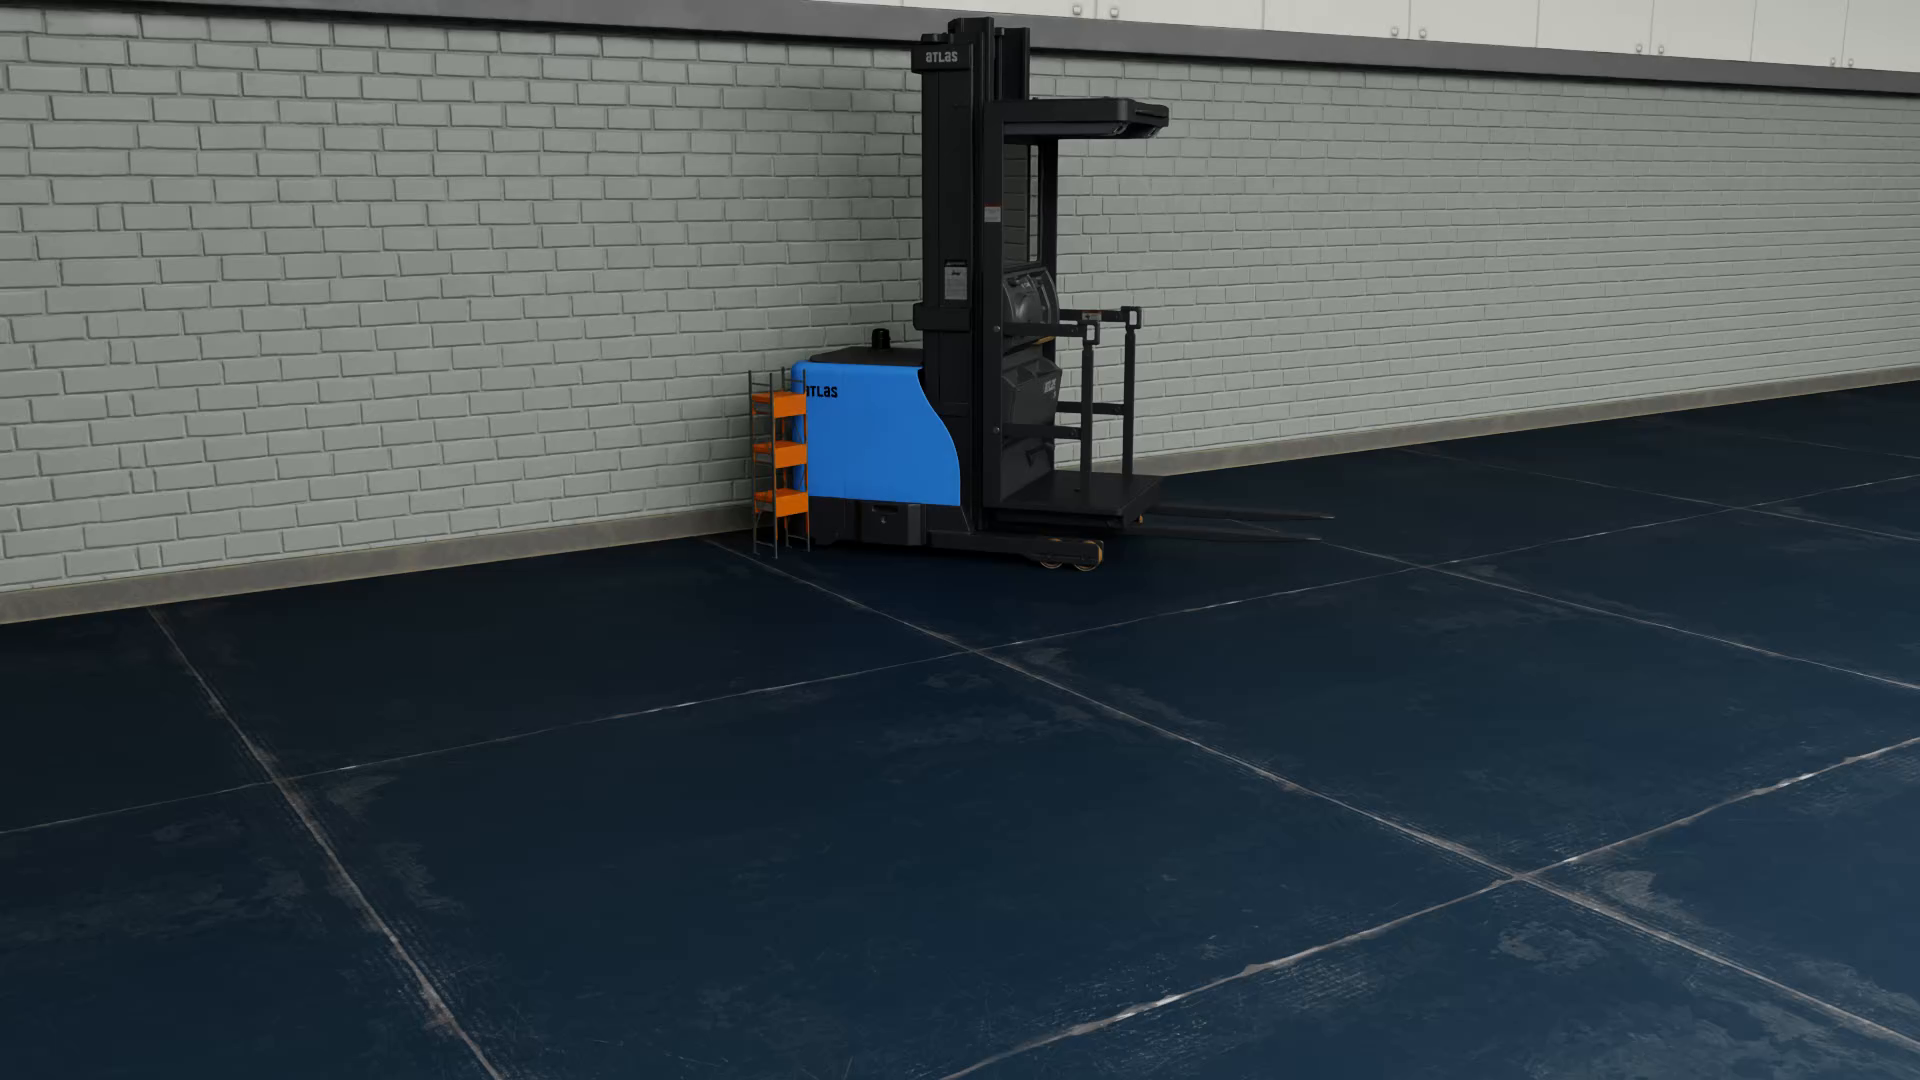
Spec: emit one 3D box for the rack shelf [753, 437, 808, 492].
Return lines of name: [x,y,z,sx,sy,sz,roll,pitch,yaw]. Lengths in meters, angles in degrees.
rack shelf: [-1.023,-0.430,9.421,0.215,0.259,0.240,11,17,42]

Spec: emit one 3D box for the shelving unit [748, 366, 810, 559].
shelving unit: [-1.023,-0.441,9.419,0.215,1.050,0.252,11,17,42]

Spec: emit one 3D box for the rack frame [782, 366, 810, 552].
rack frame: [-0.940,-0.460,9.506,0.200,1.050,0.008,11,17,42]

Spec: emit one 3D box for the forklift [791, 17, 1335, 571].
forklift: [0.591,-1.389,9.351,3.031,2.935,1.130,4,13,18]

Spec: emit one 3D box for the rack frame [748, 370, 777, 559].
rack frame: [-1.107,-0.422,9.332,0.200,1.050,0.008,11,17,42]

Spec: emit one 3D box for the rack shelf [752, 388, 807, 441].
rack shelf: [-1.023,-0.707,9.361,0.215,0.259,0.240,11,17,42]

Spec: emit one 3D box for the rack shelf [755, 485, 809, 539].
rack shelf: [-1.023,-0.159,9.481,0.215,0.259,0.240,11,17,42]
